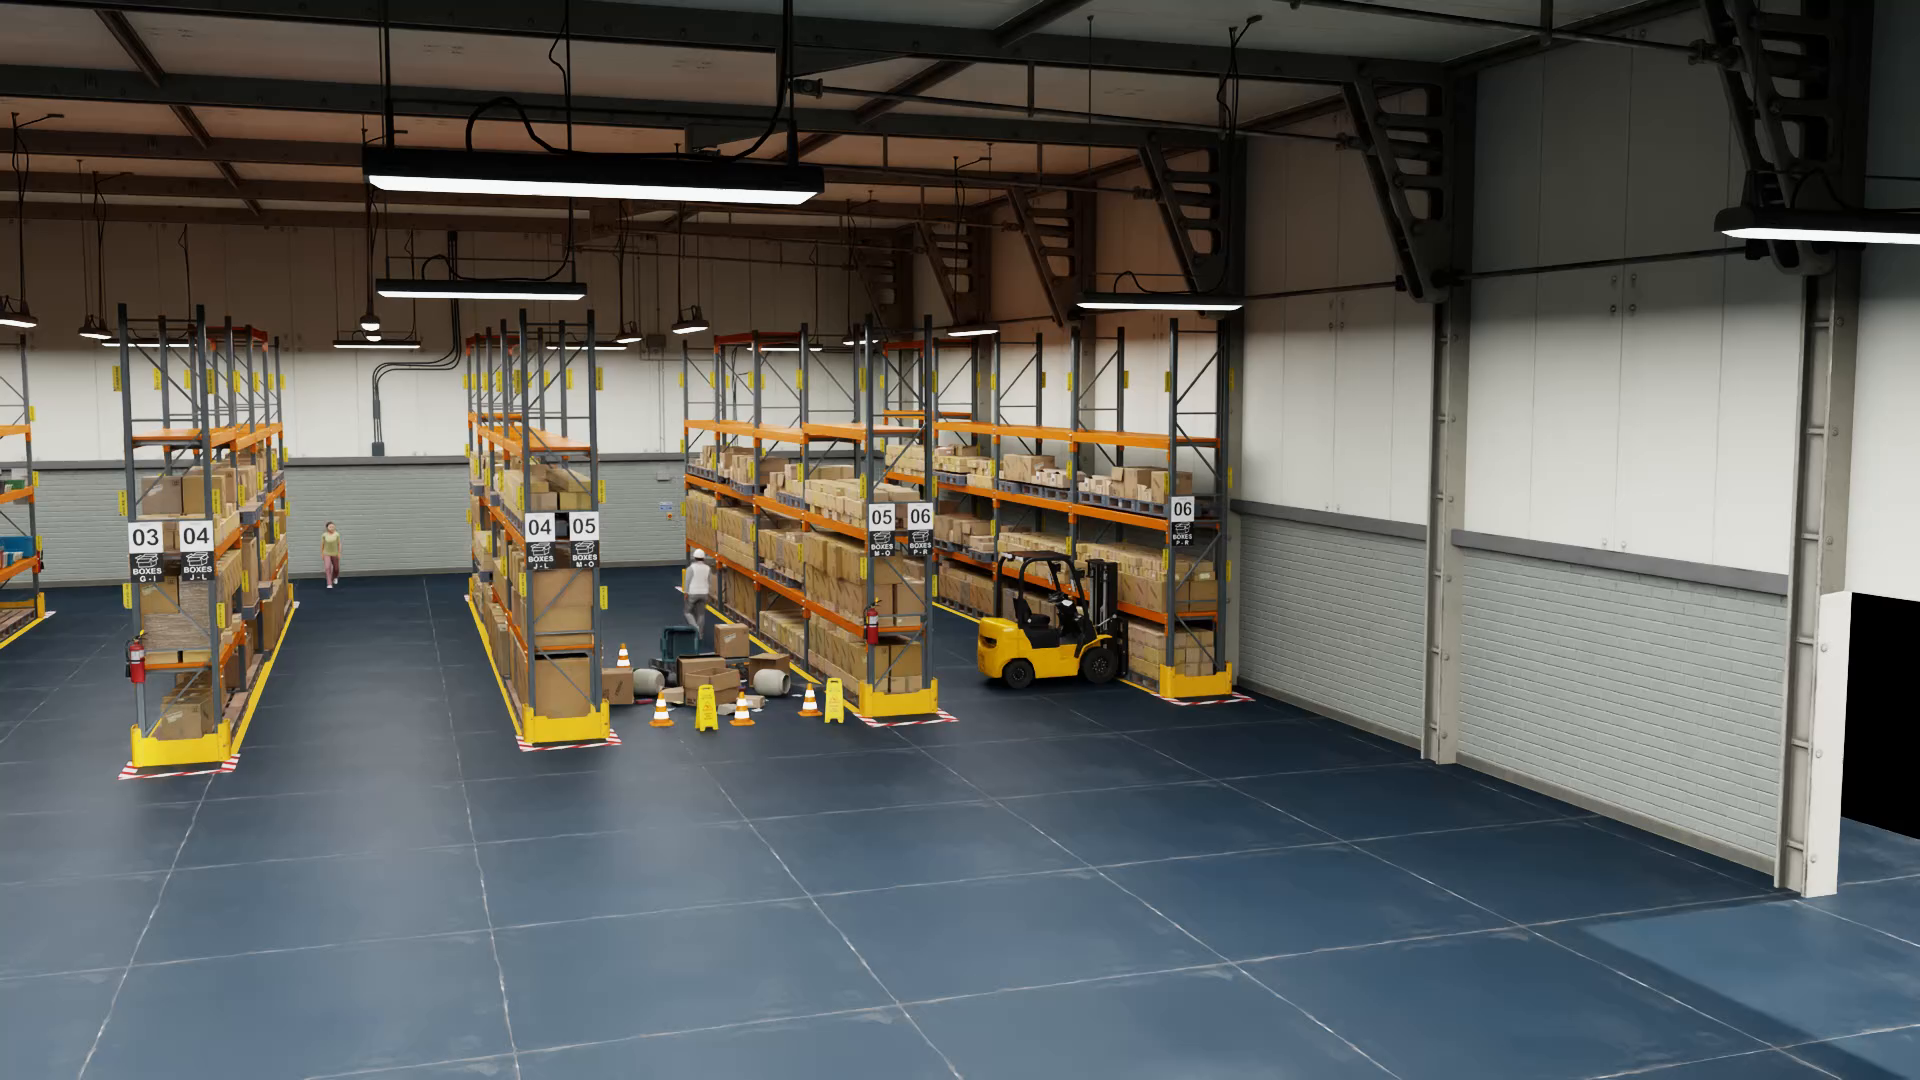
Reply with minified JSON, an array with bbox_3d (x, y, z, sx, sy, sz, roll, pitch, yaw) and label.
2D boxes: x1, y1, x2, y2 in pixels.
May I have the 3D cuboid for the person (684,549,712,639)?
[{"bbox_3d":[-5.060,1.061,32.188,0.569,1.770,0.467,-3,6,-27],"label":"person"}]

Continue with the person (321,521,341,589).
[{"bbox_3d":[-15.316,0.344,40.499,0.454,1.625,0.948,-2,6,-22],"label":"person"}]
